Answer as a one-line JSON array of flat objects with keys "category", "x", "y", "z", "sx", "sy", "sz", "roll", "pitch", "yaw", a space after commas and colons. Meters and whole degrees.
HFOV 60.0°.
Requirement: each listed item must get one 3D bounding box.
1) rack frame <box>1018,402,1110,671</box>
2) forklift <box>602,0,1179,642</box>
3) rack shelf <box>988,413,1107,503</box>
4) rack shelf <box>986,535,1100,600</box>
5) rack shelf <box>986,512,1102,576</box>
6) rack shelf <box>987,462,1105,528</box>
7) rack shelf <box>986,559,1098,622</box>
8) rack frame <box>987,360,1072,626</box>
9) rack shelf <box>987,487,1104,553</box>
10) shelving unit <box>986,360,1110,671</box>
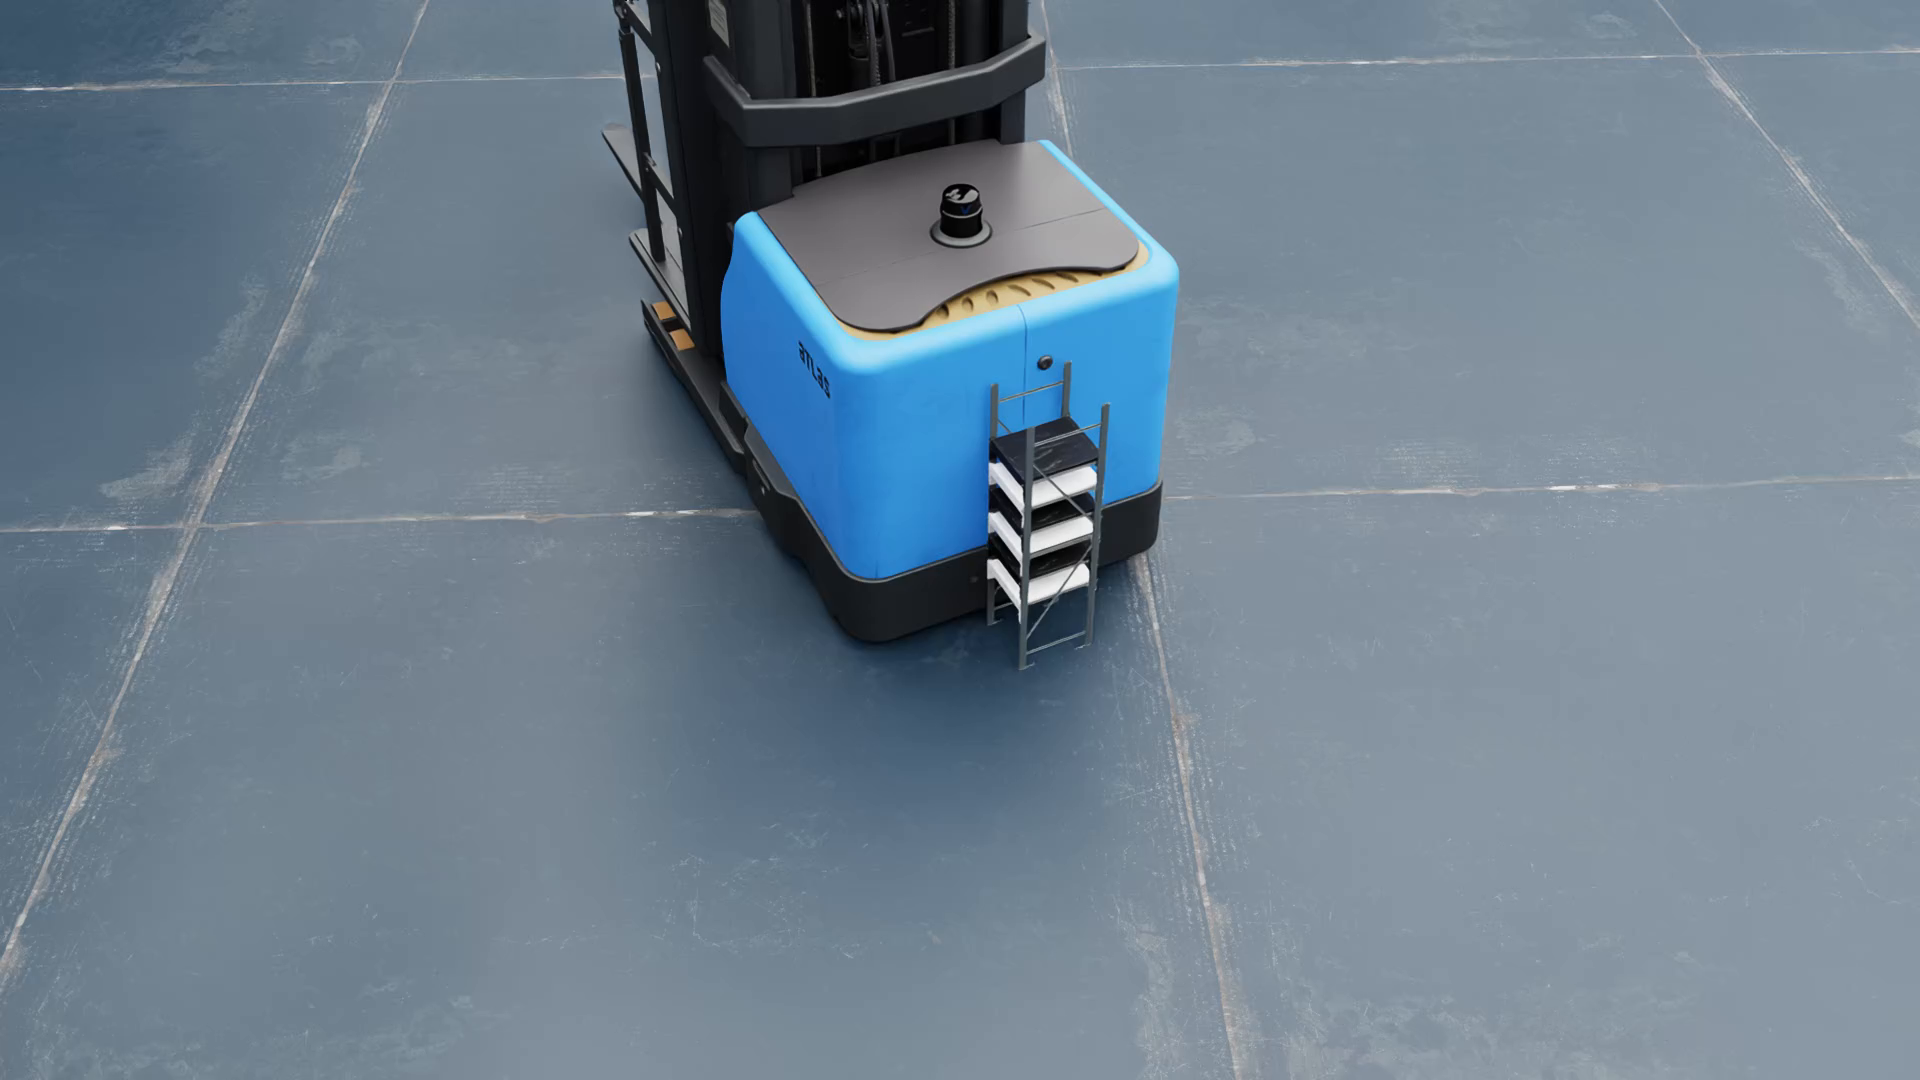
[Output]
[{"category": "rack frame", "x": 0.279, "y": 0.013, "z": 4.570, "sx": 0.240, "sy": 0.900, "sz": 0.006, "roll": -18, "pitch": 46, "yaw": -19}, {"category": "forklift", "x": -0.488, "y": -1.782, "z": 5.025, "sx": 1.130, "sy": 2.935, "sz": 3.031, "roll": -18, "pitch": 46, "yaw": -19}, {"category": "rack shelf", "x": 0.234, "y": -0.224, "z": 4.478, "sx": 0.258, "sy": 0.077, "sz": 0.200, "roll": -18, "pitch": 46, "yaw": -19}, {"category": "rack shelf", "x": 0.234, "y": 0.042, "z": 4.721, "sx": 0.258, "sy": 0.077, "sz": 0.200, "roll": -18, "pitch": 46, "yaw": -19}, {"category": "rack shelf", "x": 0.234, "y": -0.025, "z": 4.660, "sx": 0.258, "sy": 0.077, "sz": 0.200, "roll": -18, "pitch": 46, "yaw": -19}, {"category": "rack shelf", "x": 0.234, "y": -0.157, "z": 4.538, "sx": 0.258, "sy": 0.077, "sz": 0.200, "roll": -18, "pitch": 46, "yaw": -19}, {"category": "rack shelf", "x": 0.234, "y": 0.108, "z": 4.782, "sx": 0.258, "sy": 0.077, "sz": 0.200, "roll": -18, "pitch": 46, "yaw": -19}, {"category": "rack frame", "x": 0.189, "y": -0.111, "z": 4.705, "sx": 0.240, "sy": 0.900, "sz": 0.006, "roll": -18, "pitch": 46, "yaw": -19}, {"category": "rack shelf", "x": 0.234, "y": -0.091, "z": 4.599, "sx": 0.258, "sy": 0.077, "sz": 0.200, "roll": -18, "pitch": 46, "yaw": -19}, {"category": "shelving unit", "x": 0.234, "y": -0.049, "z": 4.638, "sx": 0.258, "sy": 0.900, "sz": 0.210, "roll": -18, "pitch": 46, "yaw": -19}]
